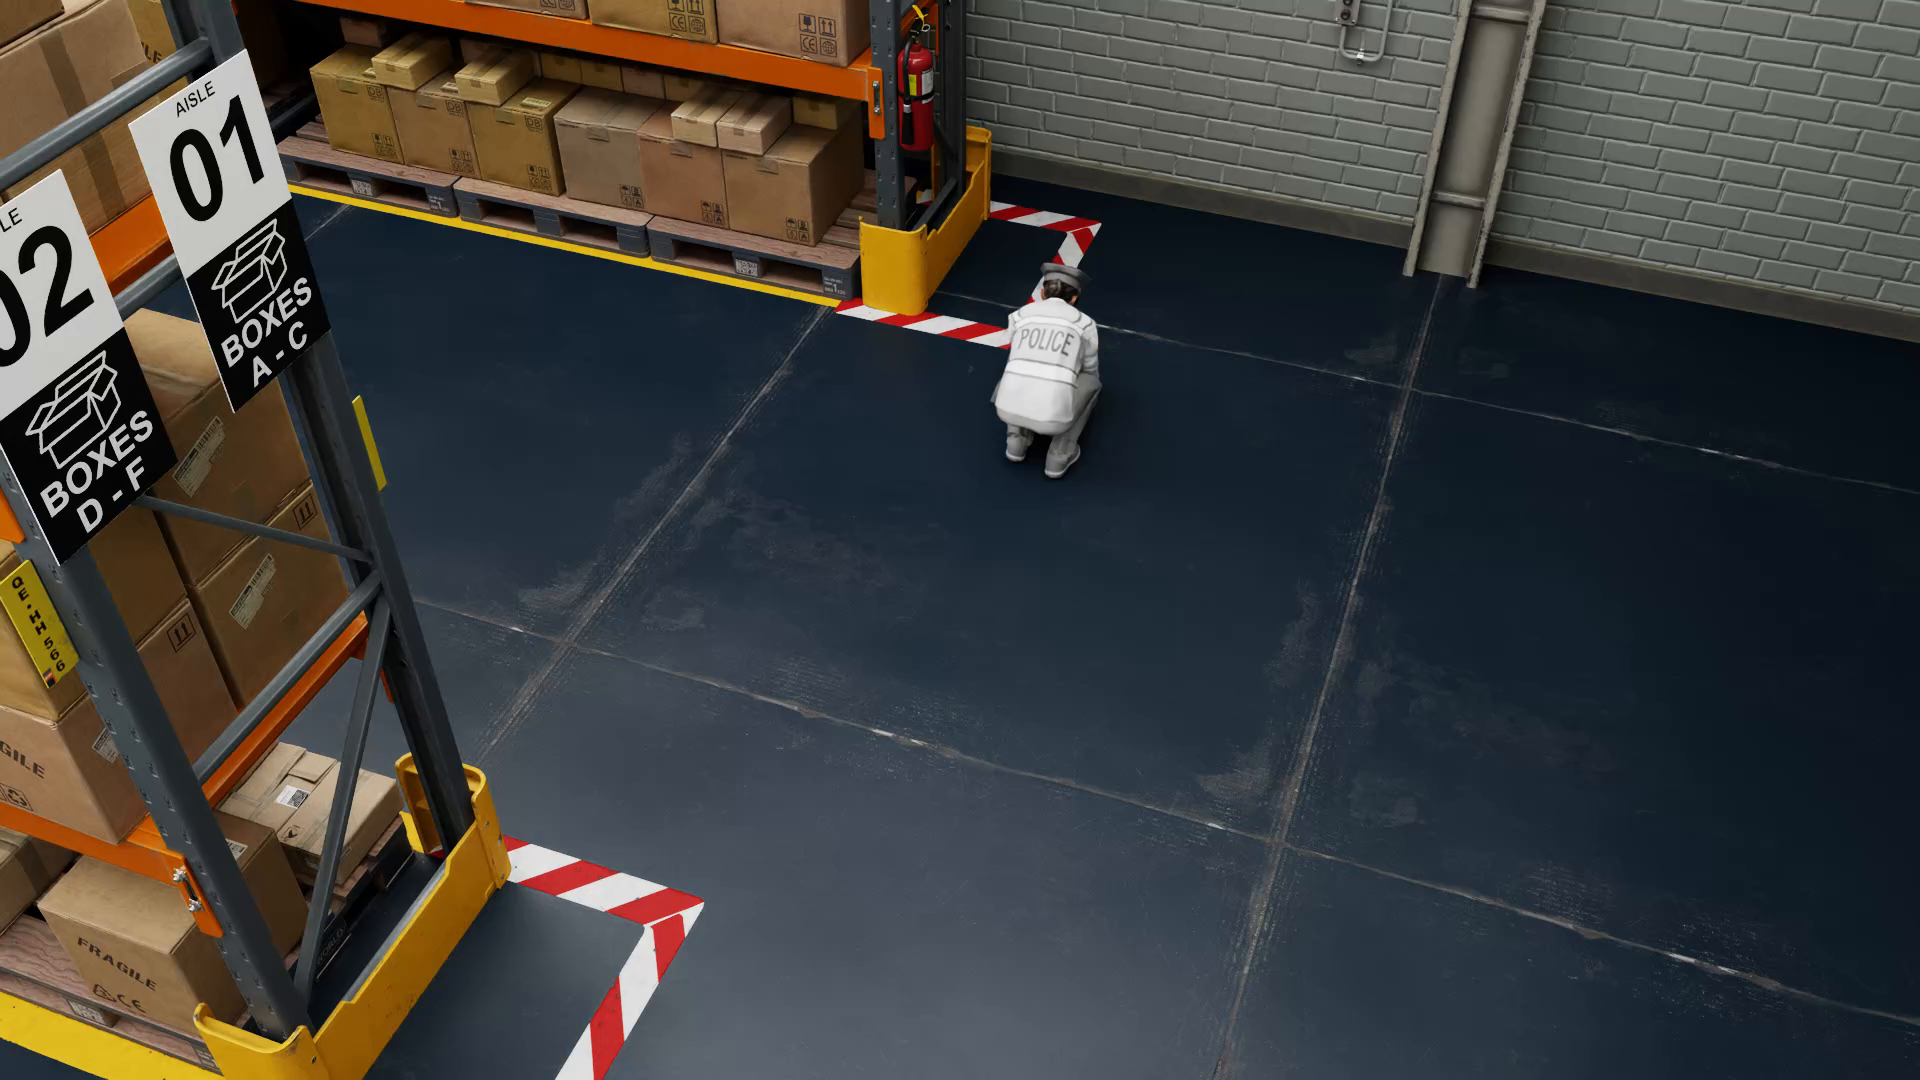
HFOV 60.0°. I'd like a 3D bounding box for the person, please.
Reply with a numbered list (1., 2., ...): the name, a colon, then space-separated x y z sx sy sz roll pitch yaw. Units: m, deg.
1. person: 0.418 -0.764 7.730 0.466 0.847 0.889 13 43 14
